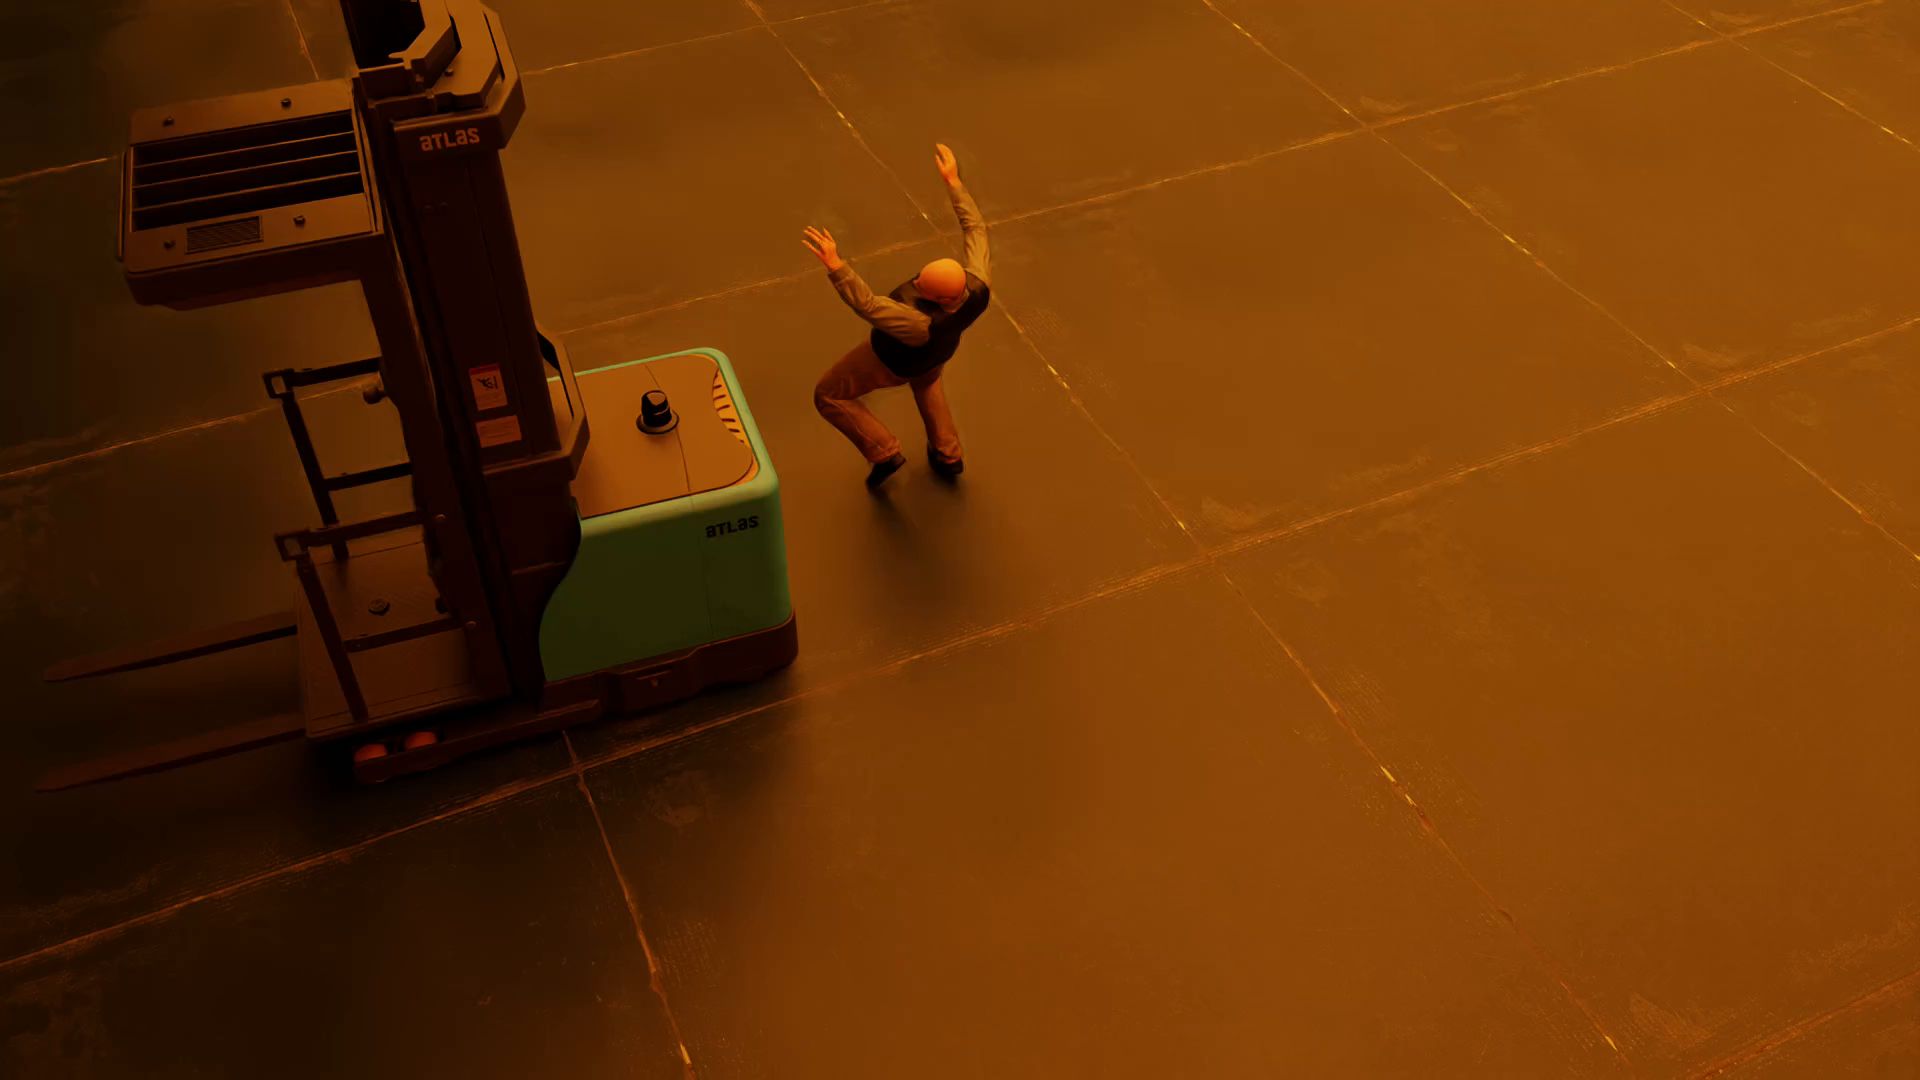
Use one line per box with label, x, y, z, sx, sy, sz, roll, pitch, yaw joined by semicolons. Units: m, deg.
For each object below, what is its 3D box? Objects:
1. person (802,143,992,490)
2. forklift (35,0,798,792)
person;-0.257;-0.868;7.606;0.949;1.599;0.751;-30;51;-28
forklift;-2.275;-0.491;6.206;3.031;2.935;1.130;-14;45;-14
